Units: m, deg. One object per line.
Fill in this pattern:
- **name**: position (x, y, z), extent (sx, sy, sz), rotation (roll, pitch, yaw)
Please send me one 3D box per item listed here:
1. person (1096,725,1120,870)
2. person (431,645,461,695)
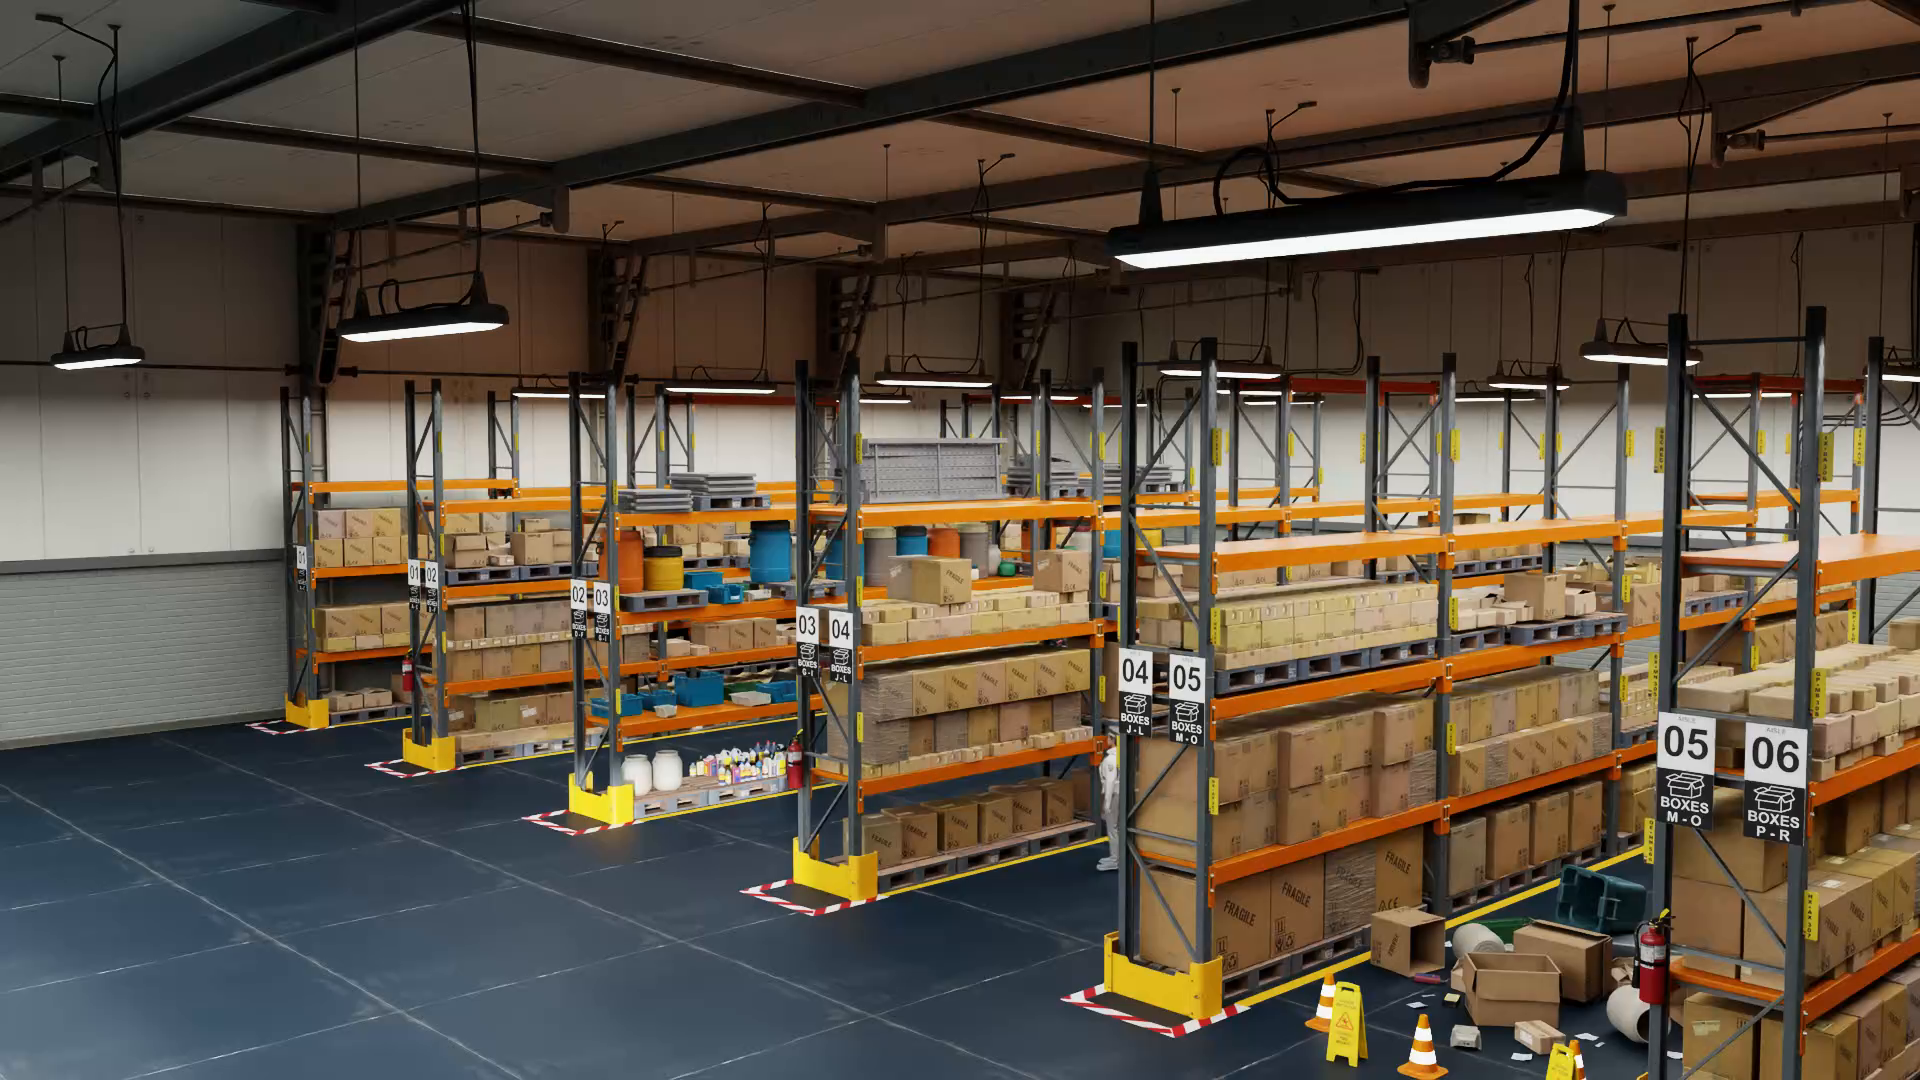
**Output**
- **person**: position (1.820, 3.050, 19.776), extent (0.369, 1.697, 0.515), rotation (1, 4, 14)
- **person**: position (-9.111, 2.387, 29.631), extent (0.609, 1.769, 0.428), rotation (-3, 5, -39)
